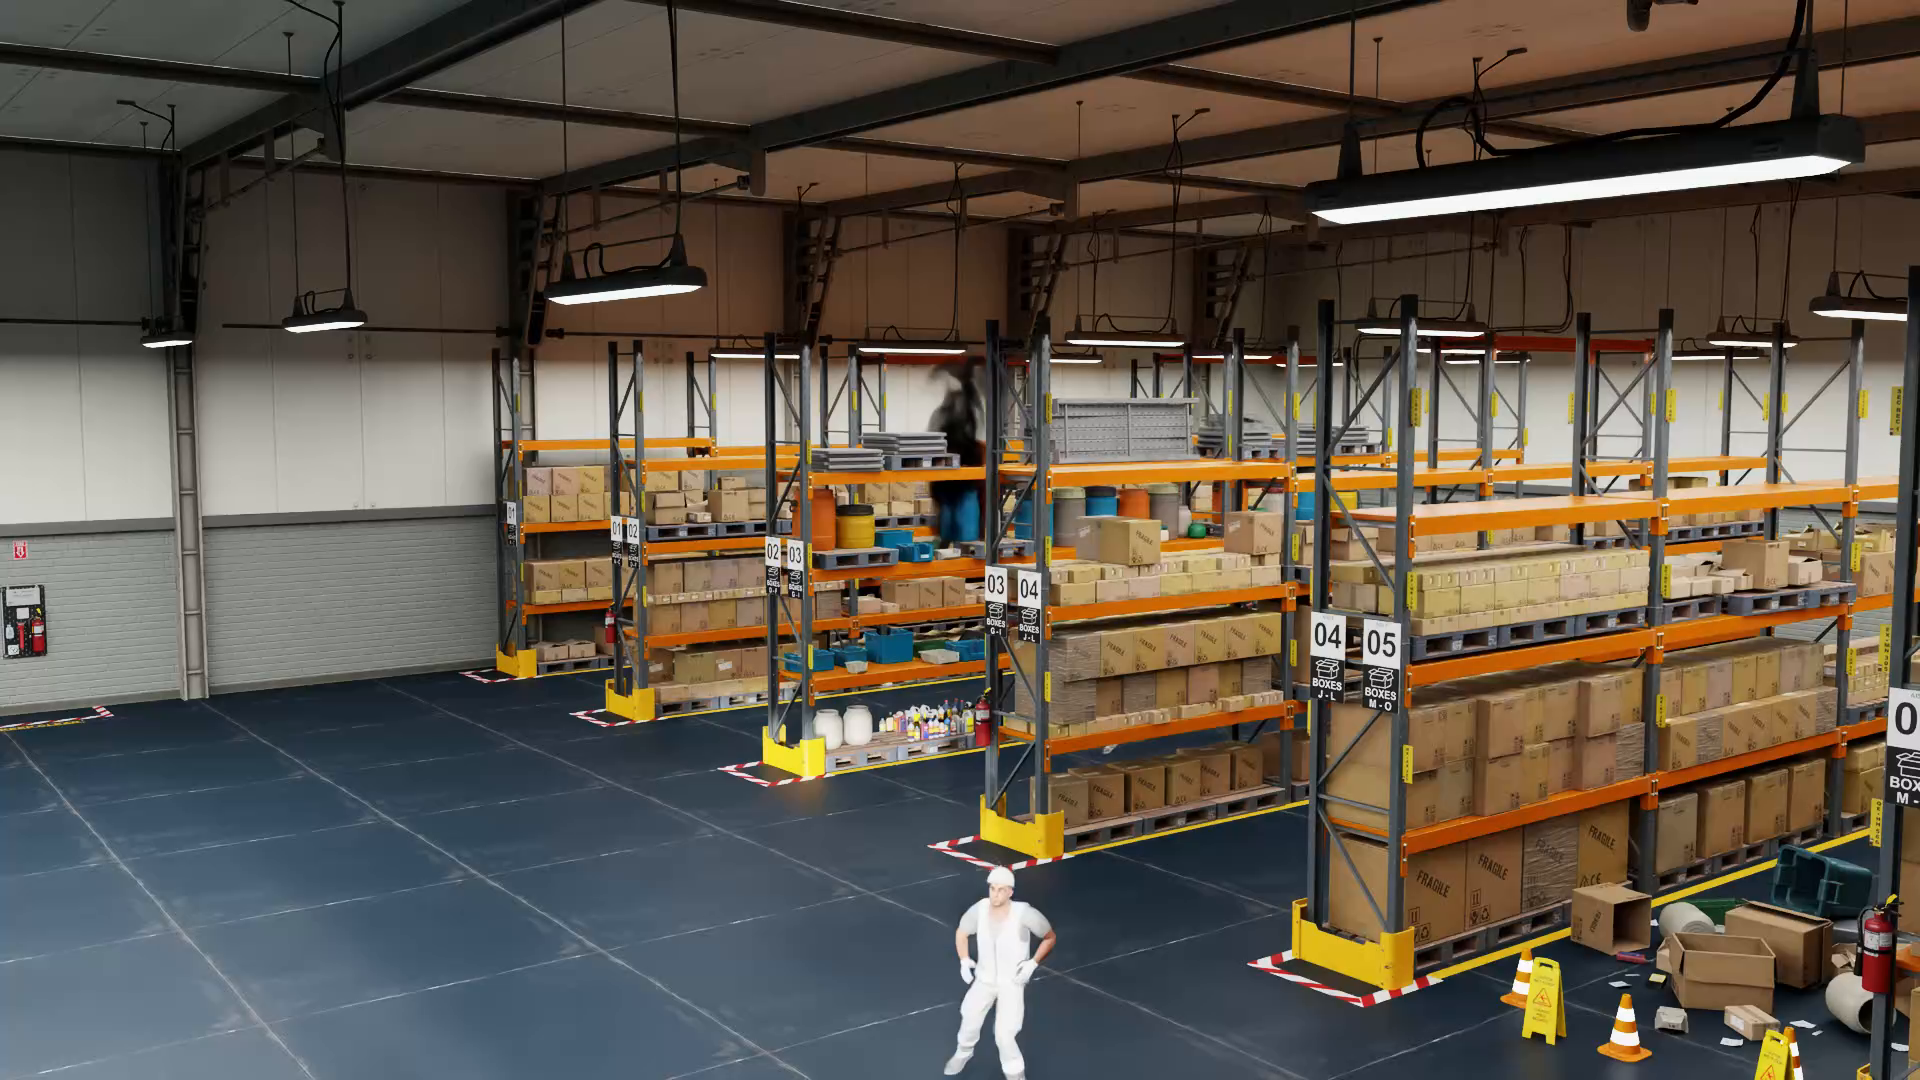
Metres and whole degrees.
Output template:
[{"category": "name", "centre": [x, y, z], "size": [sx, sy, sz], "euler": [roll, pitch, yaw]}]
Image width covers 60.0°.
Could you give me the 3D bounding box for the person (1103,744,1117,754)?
[{"category": "person", "centre": [2.238, 2.091, 22.965], "size": [0.536, 1.605, 0.937], "euler": [4, 6, 39]}]

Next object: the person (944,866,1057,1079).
[{"category": "person", "centre": [0.230, 3.236, 12.157], "size": [0.865, 1.773, 0.766], "euler": [2, 5, 19]}]
